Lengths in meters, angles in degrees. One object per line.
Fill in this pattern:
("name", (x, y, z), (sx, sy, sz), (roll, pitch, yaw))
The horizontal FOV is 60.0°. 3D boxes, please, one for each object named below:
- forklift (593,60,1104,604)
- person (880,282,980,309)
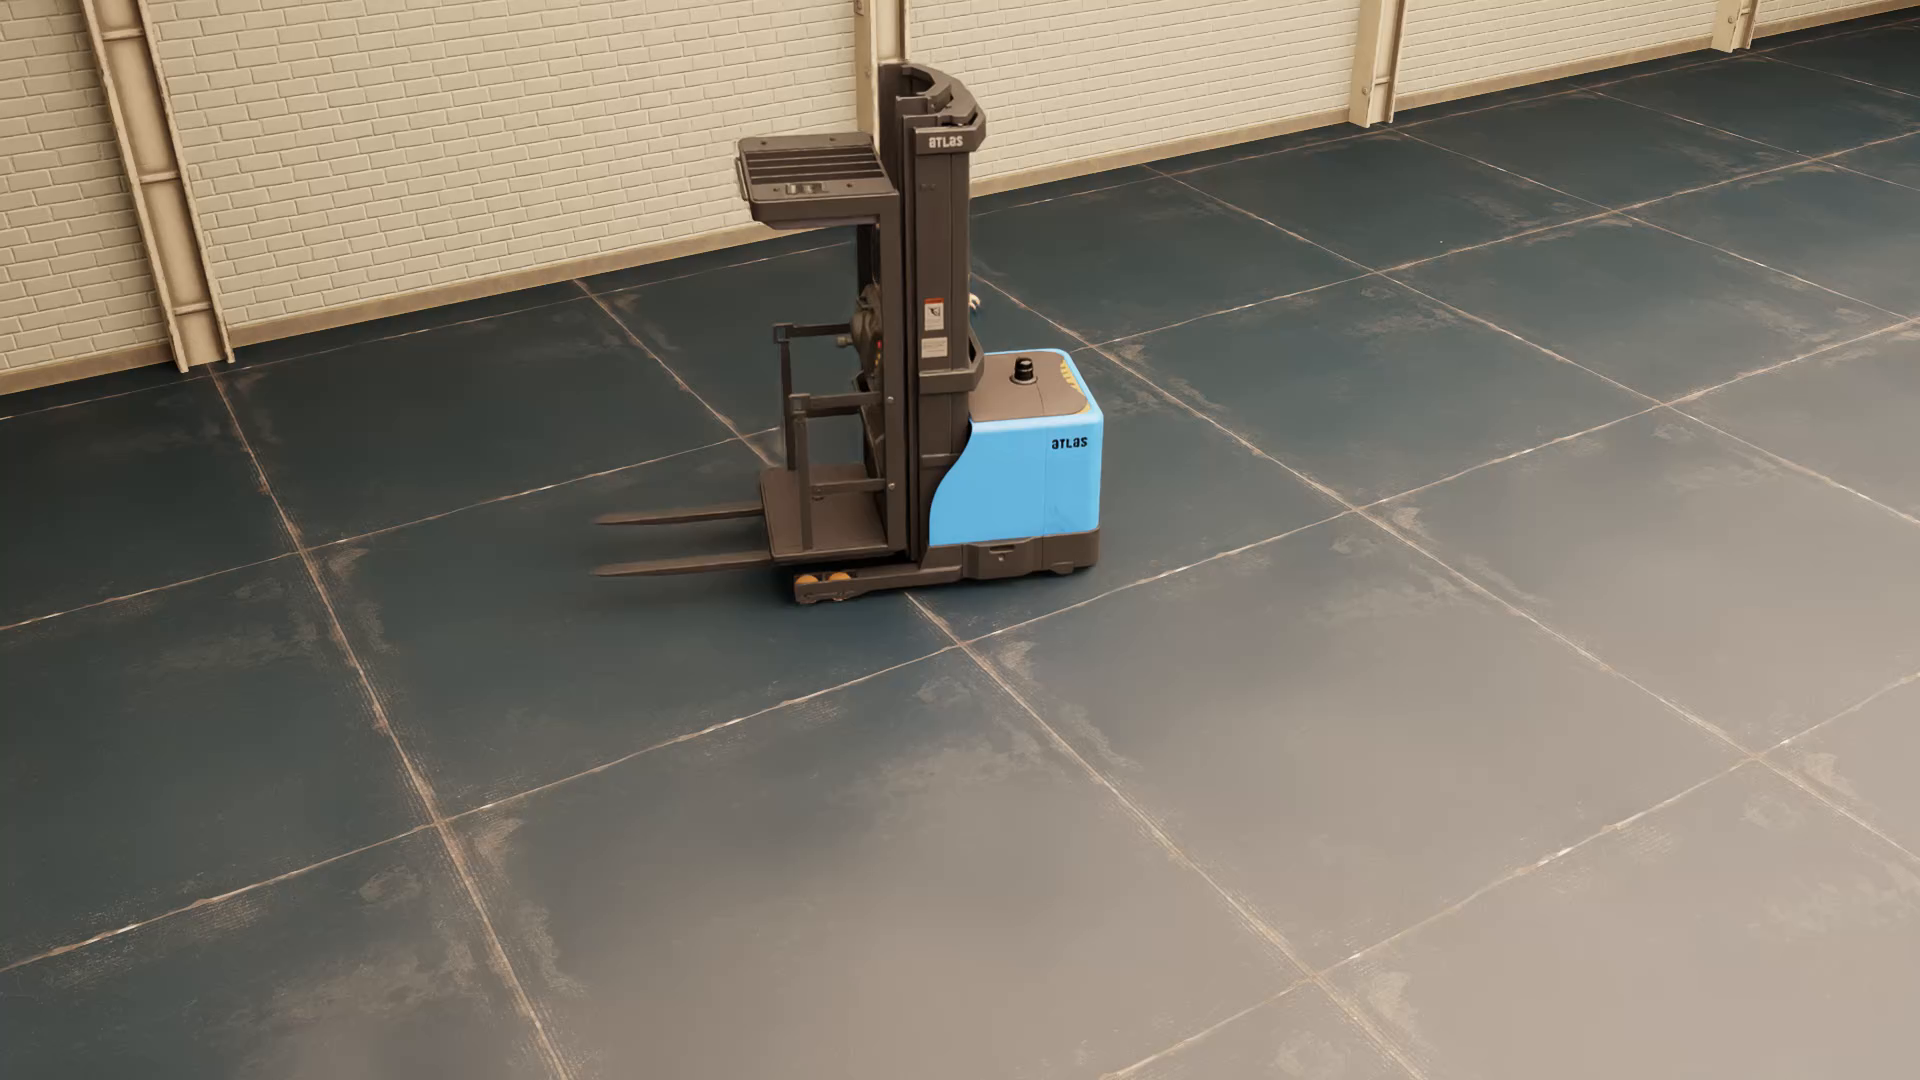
("forklift", (-0.717, -1.172, 9.604), (3.031, 2.935, 1.130), (-5, 31, -9))
("person", (-0.169, -1.483, 11.636), (0.797, 1.444, 1.071), (20, 36, 29))
